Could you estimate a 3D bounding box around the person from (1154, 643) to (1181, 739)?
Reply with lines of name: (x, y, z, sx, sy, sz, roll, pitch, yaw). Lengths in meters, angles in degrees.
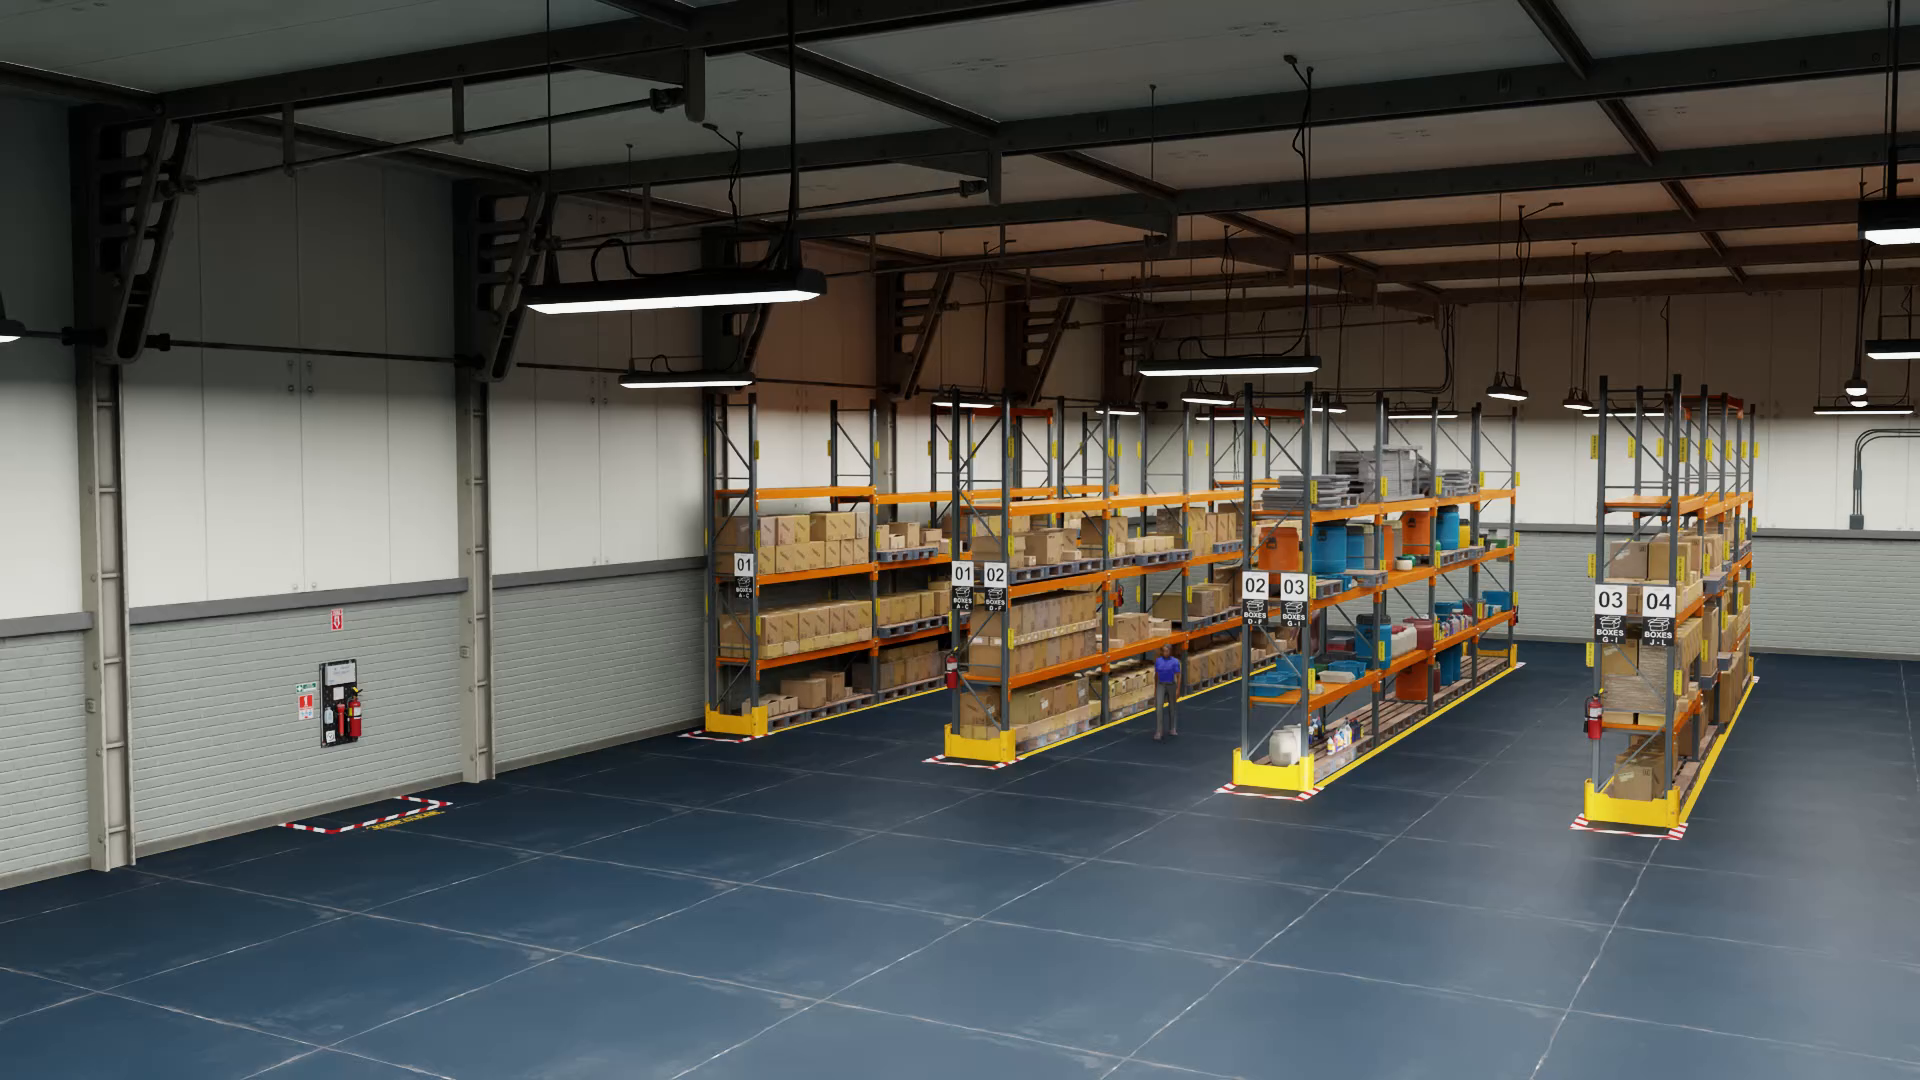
person: (3.605, 2.608, 28.930, 0.498, 1.640, 0.759, 1, 3, 19)
